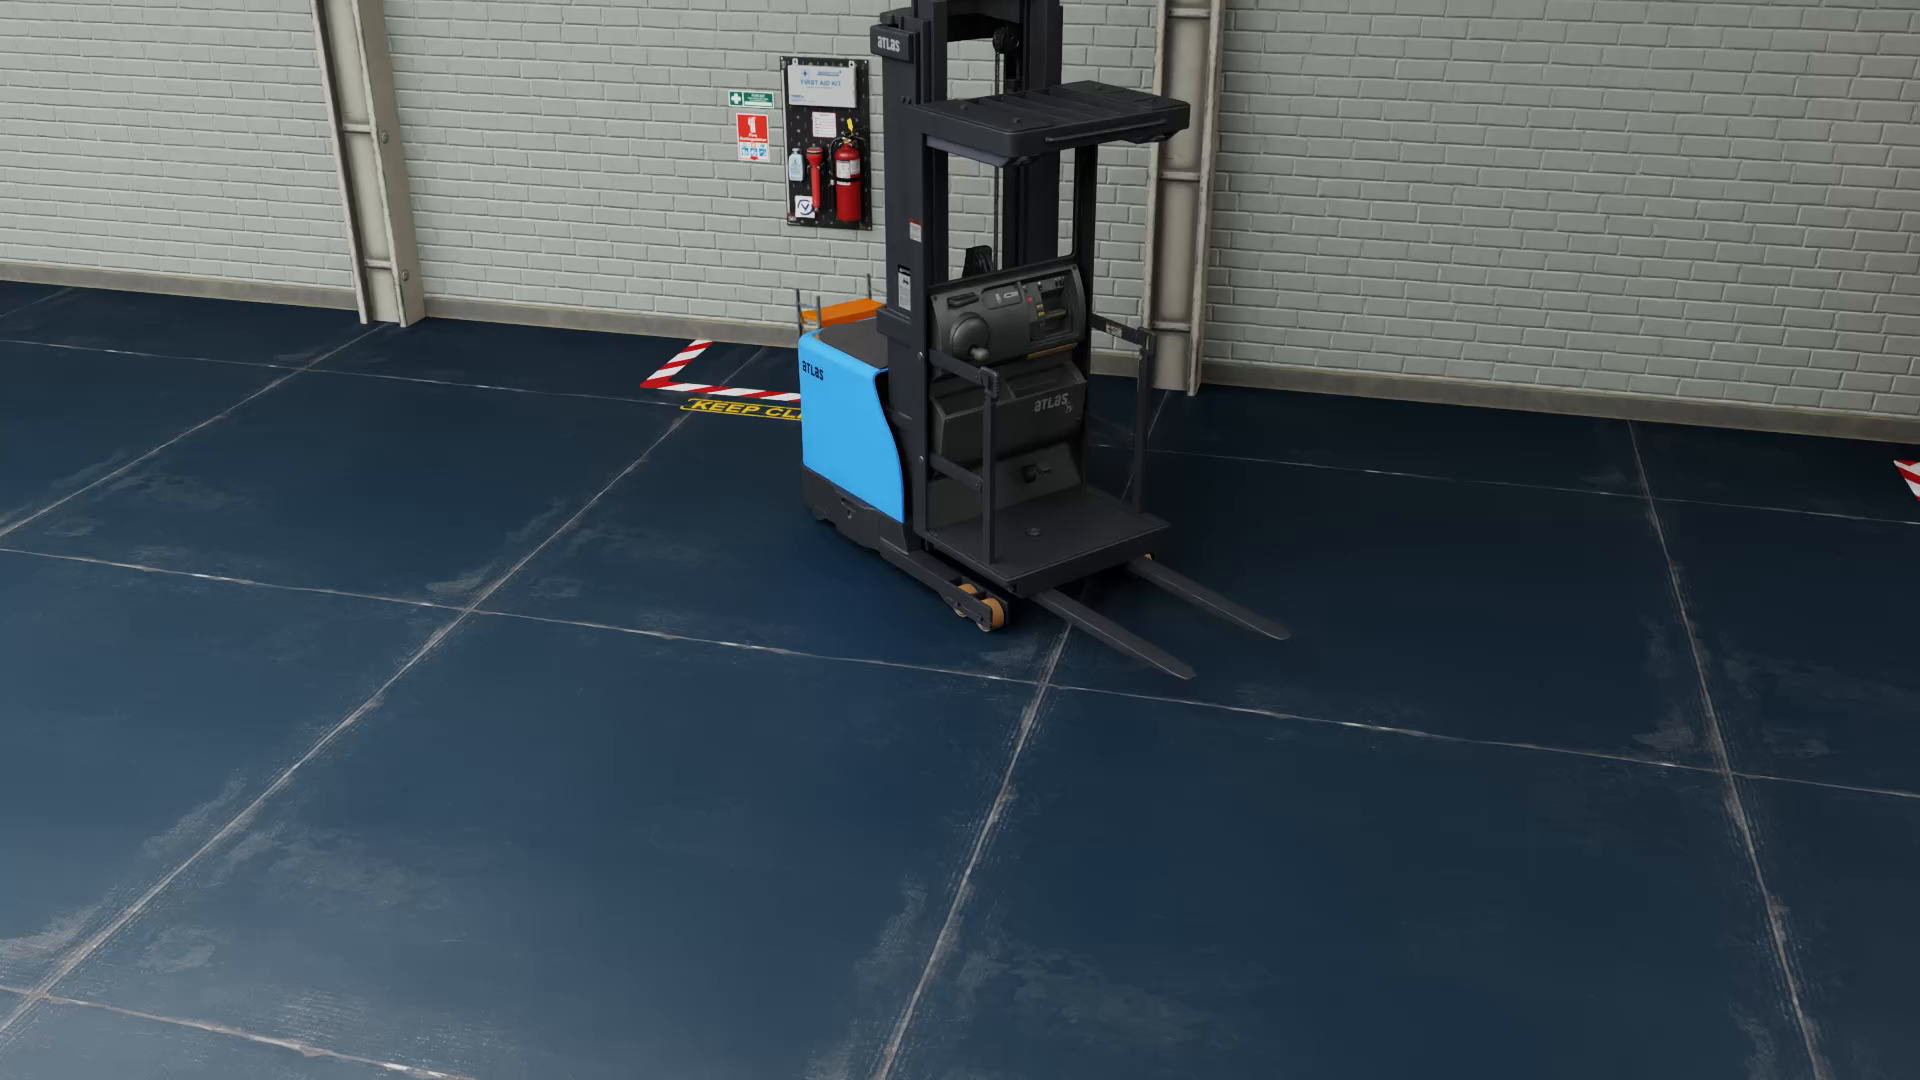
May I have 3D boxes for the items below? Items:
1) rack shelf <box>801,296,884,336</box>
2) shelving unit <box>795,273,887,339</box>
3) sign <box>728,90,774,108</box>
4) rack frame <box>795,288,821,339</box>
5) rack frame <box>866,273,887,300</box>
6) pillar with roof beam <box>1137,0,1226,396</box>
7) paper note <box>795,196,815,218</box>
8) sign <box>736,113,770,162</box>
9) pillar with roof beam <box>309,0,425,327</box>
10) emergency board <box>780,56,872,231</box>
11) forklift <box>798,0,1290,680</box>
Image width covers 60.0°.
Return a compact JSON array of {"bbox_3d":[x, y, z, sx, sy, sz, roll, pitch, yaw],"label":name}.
[{"bbox_3d":[-0.660,-1.271,9.595,0.480,0.148,0.258,-18,28,-33],"label":"rack shelf"},{"bbox_3d":[-0.648,-0.910,9.750,0.503,1.200,0.258,-18,28,-33],"label":"shelving unit"},{"bbox_3d":[-1.446,-3.051,11.510,0.331,0.109,0.001,6,26,13],"label":"sign"},{"bbox_3d":[-0.843,-0.847,9.618,0.015,1.200,0.240,-18,28,-33],"label":"rack frame"},{"bbox_3d":[-0.453,-0.972,9.882,0.015,1.200,0.240,-18,28,-33],"label":"rack frame"},{"bbox_3d":[0.373,-3.333,5.783,0.400,9.000,9.100,6,26,13],"label":"pillar with roof beam"},{"bbox_3d":[-1.093,-2.347,11.715,0.142,0.148,0.016,6,26,13],"label":"paper note"},{"bbox_3d":[-1.448,-2.815,11.633,0.234,0.329,0.001,6,26,13],"label":"sign"},{"bbox_3d":[-5.438,-3.976,7.132,0.400,9.000,9.100,6,26,13],"label":"pillar with roof beam"},{"bbox_3d":[-0.938,-2.697,11.426,0.643,1.169,0.194,6,26,13],"label":"emergency board"},{"bbox_3d":[0.377,-1.106,8.164,1.130,2.935,3.031,-18,31,-33],"label":"forklift"}]
